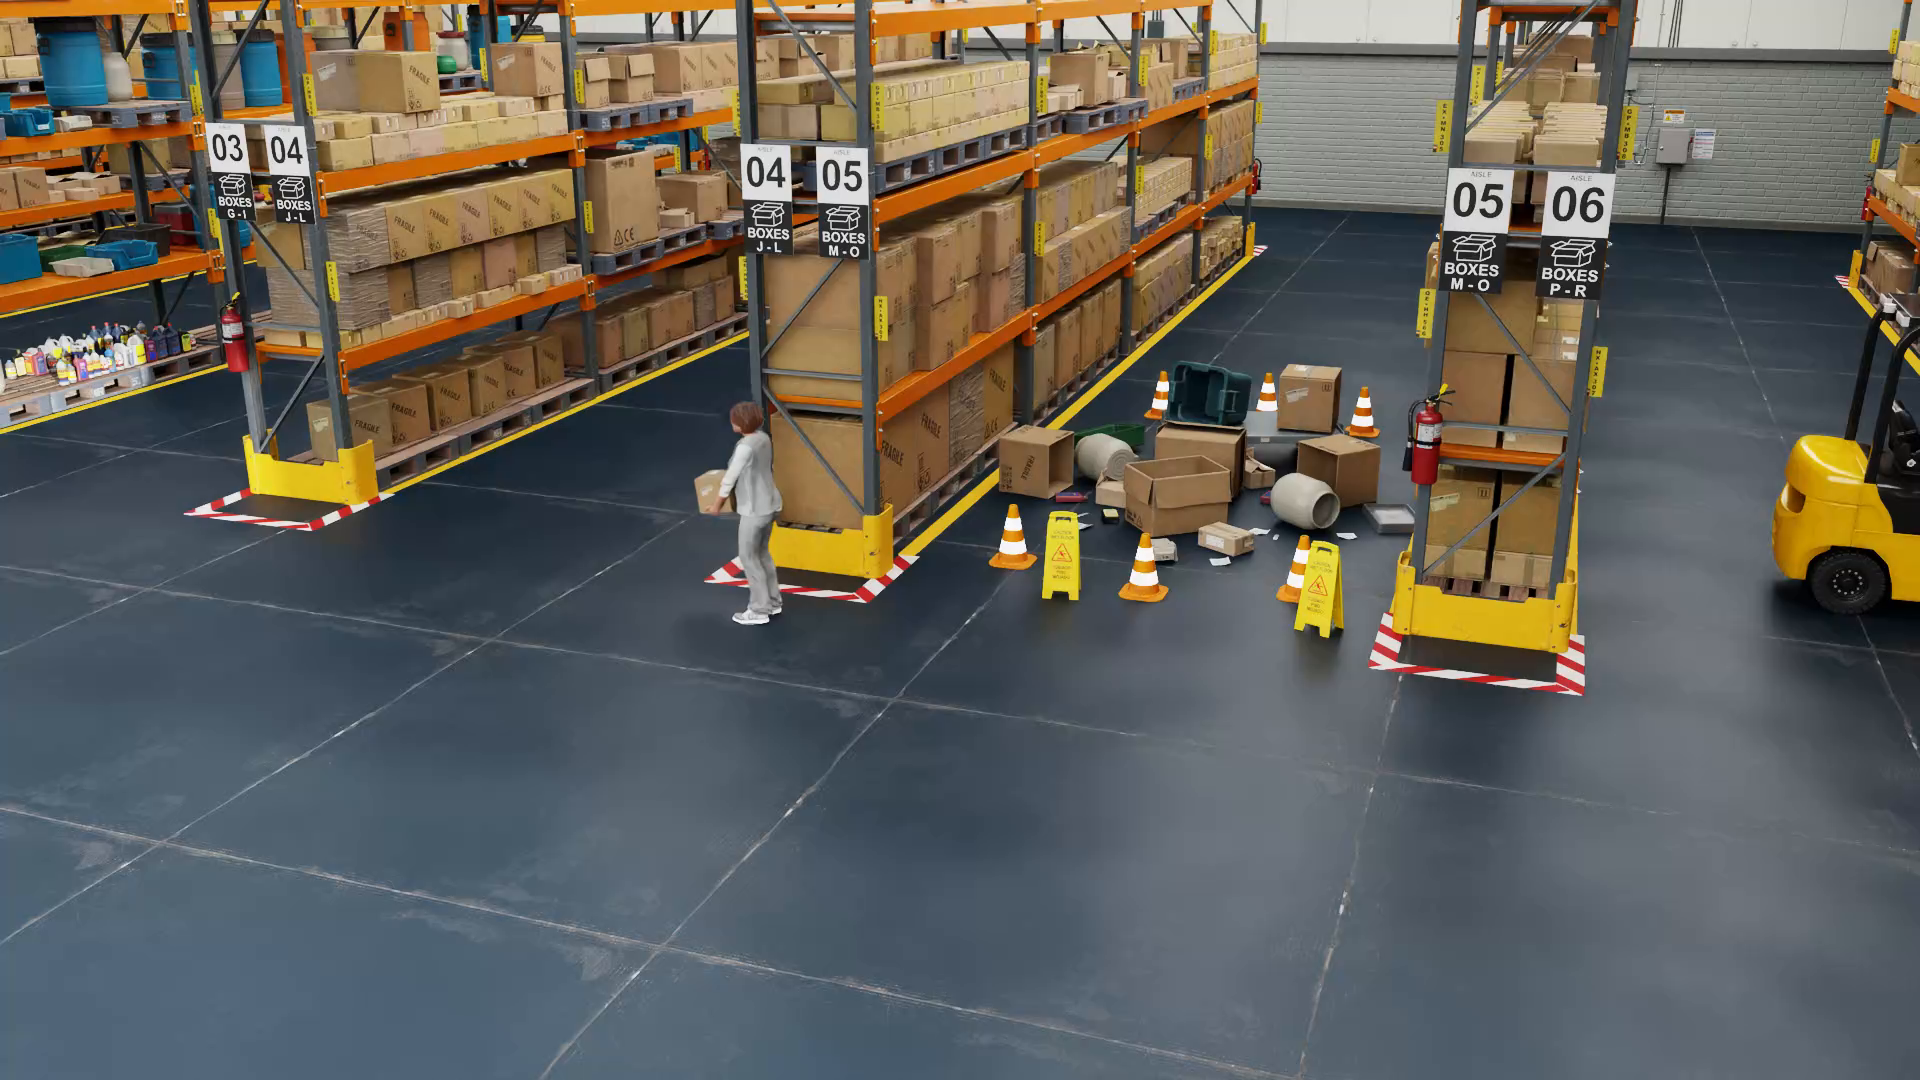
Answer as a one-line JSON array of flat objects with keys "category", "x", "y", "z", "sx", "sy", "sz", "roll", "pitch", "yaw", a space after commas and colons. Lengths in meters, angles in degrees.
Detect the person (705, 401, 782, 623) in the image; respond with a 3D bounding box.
[{"category": "person", "x": -1.504, "y": -0.203, "z": 11.682, "sx": 0.507, "sy": 1.596, "sz": 0.375, "roll": 6, "pitch": 20, "yaw": 17}]
